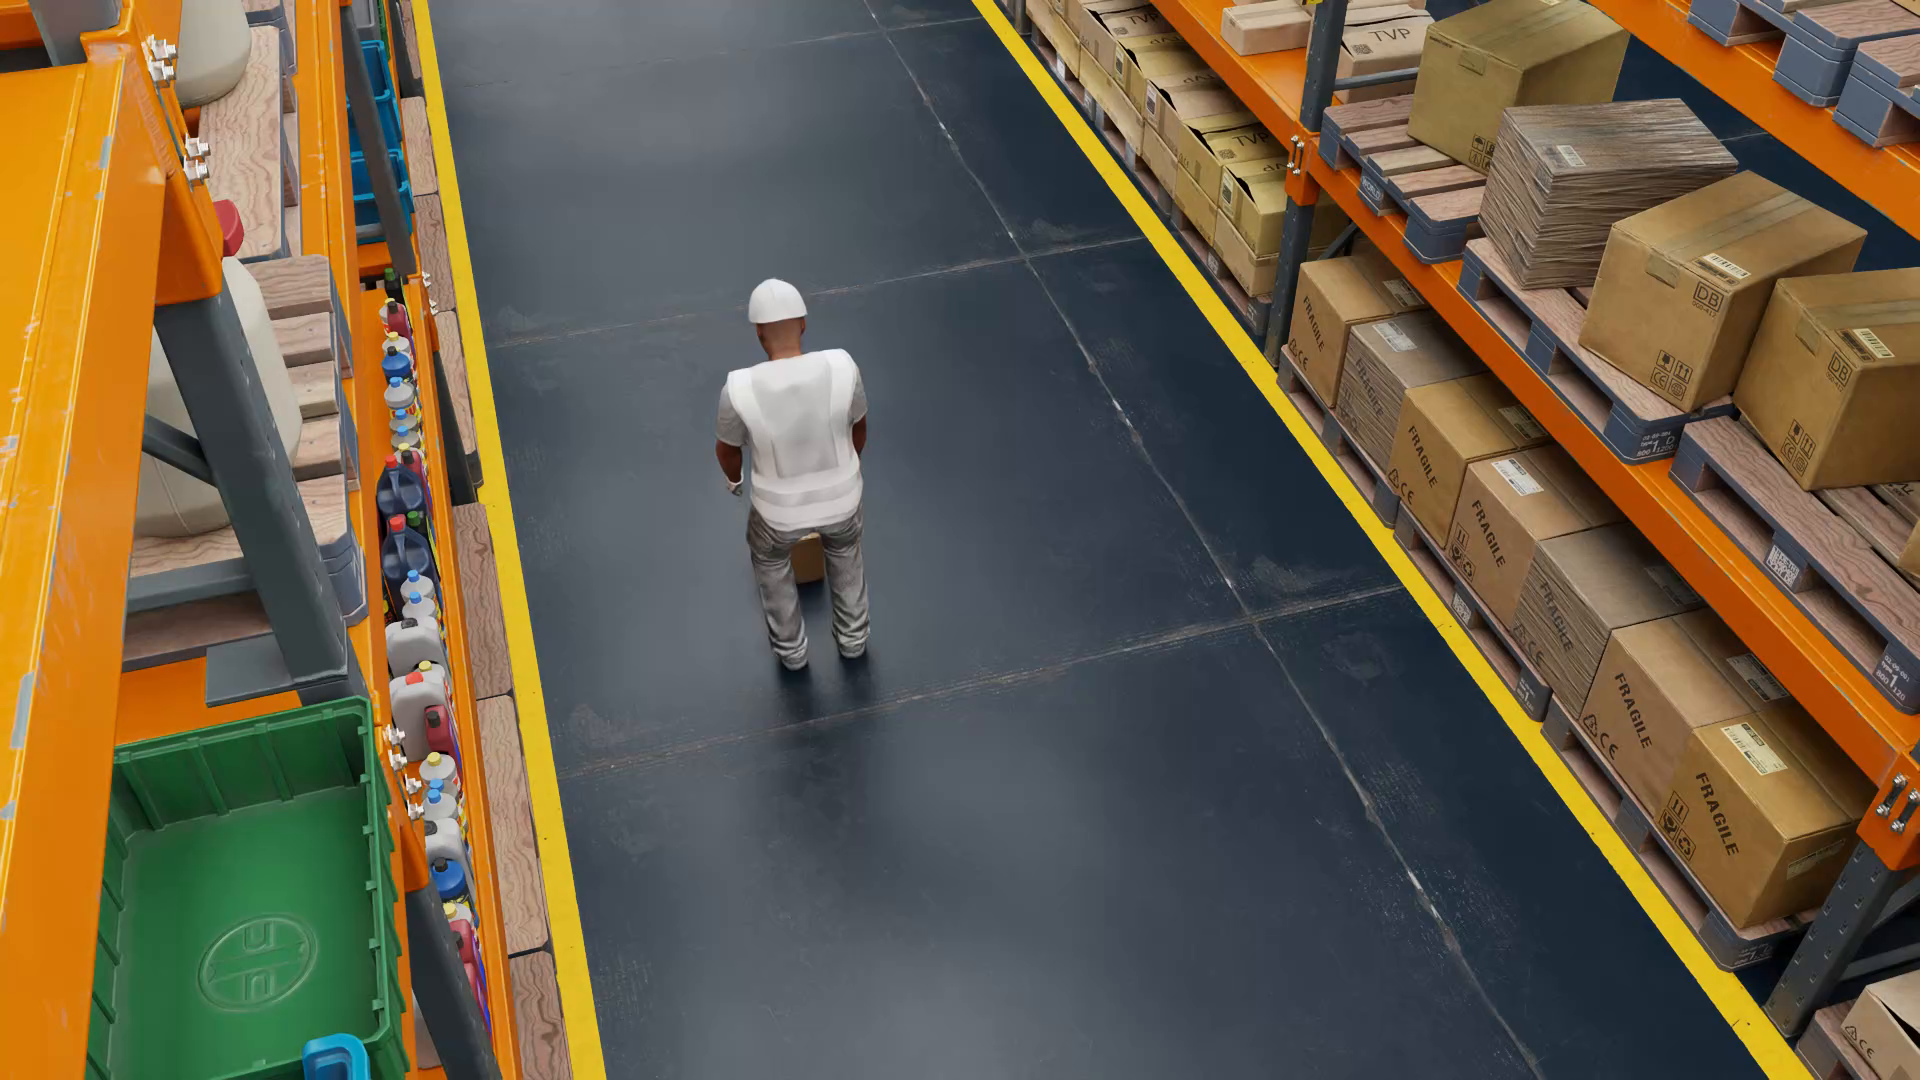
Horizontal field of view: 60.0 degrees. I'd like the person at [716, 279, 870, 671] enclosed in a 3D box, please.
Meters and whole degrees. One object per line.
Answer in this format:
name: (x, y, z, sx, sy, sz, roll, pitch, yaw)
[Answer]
person: (-0.633, -0.208, 6.434, 0.580, 1.709, 0.497, -10, 43, -11)
